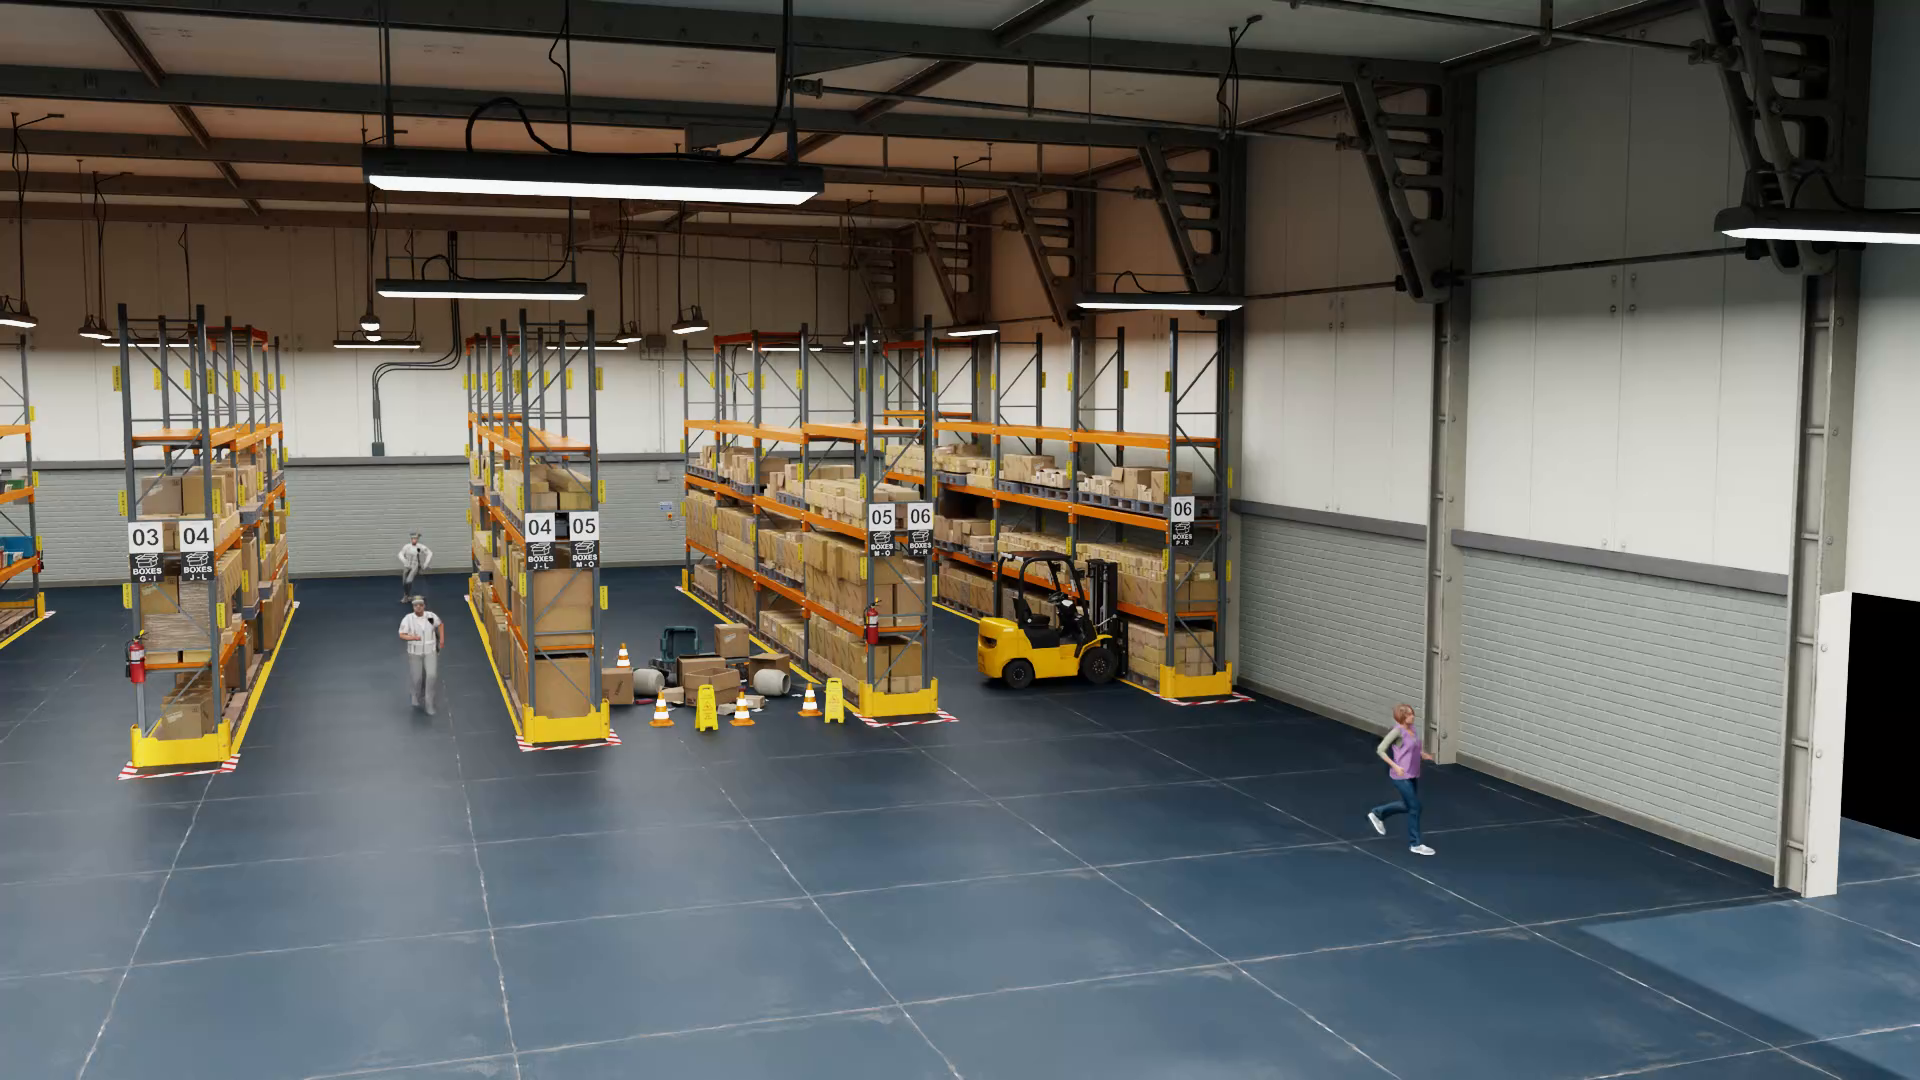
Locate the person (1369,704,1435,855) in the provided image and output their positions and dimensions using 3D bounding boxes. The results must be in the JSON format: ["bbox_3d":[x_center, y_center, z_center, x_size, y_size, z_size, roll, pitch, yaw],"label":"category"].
[{"bbox_3d":[4.721,2.575,17.785,0.822,1.480,0.547,5,7,43],"label":"person"}]

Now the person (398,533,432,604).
[{"bbox_3d":[-12.413,0.634,37.755,0.747,1.630,0.691,0,5,2],"label":"person"}]

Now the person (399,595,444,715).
[{"bbox_3d":[-8.193,1.742,25.349,0.670,1.830,0.822,-2,6,-22],"label":"person"}]
